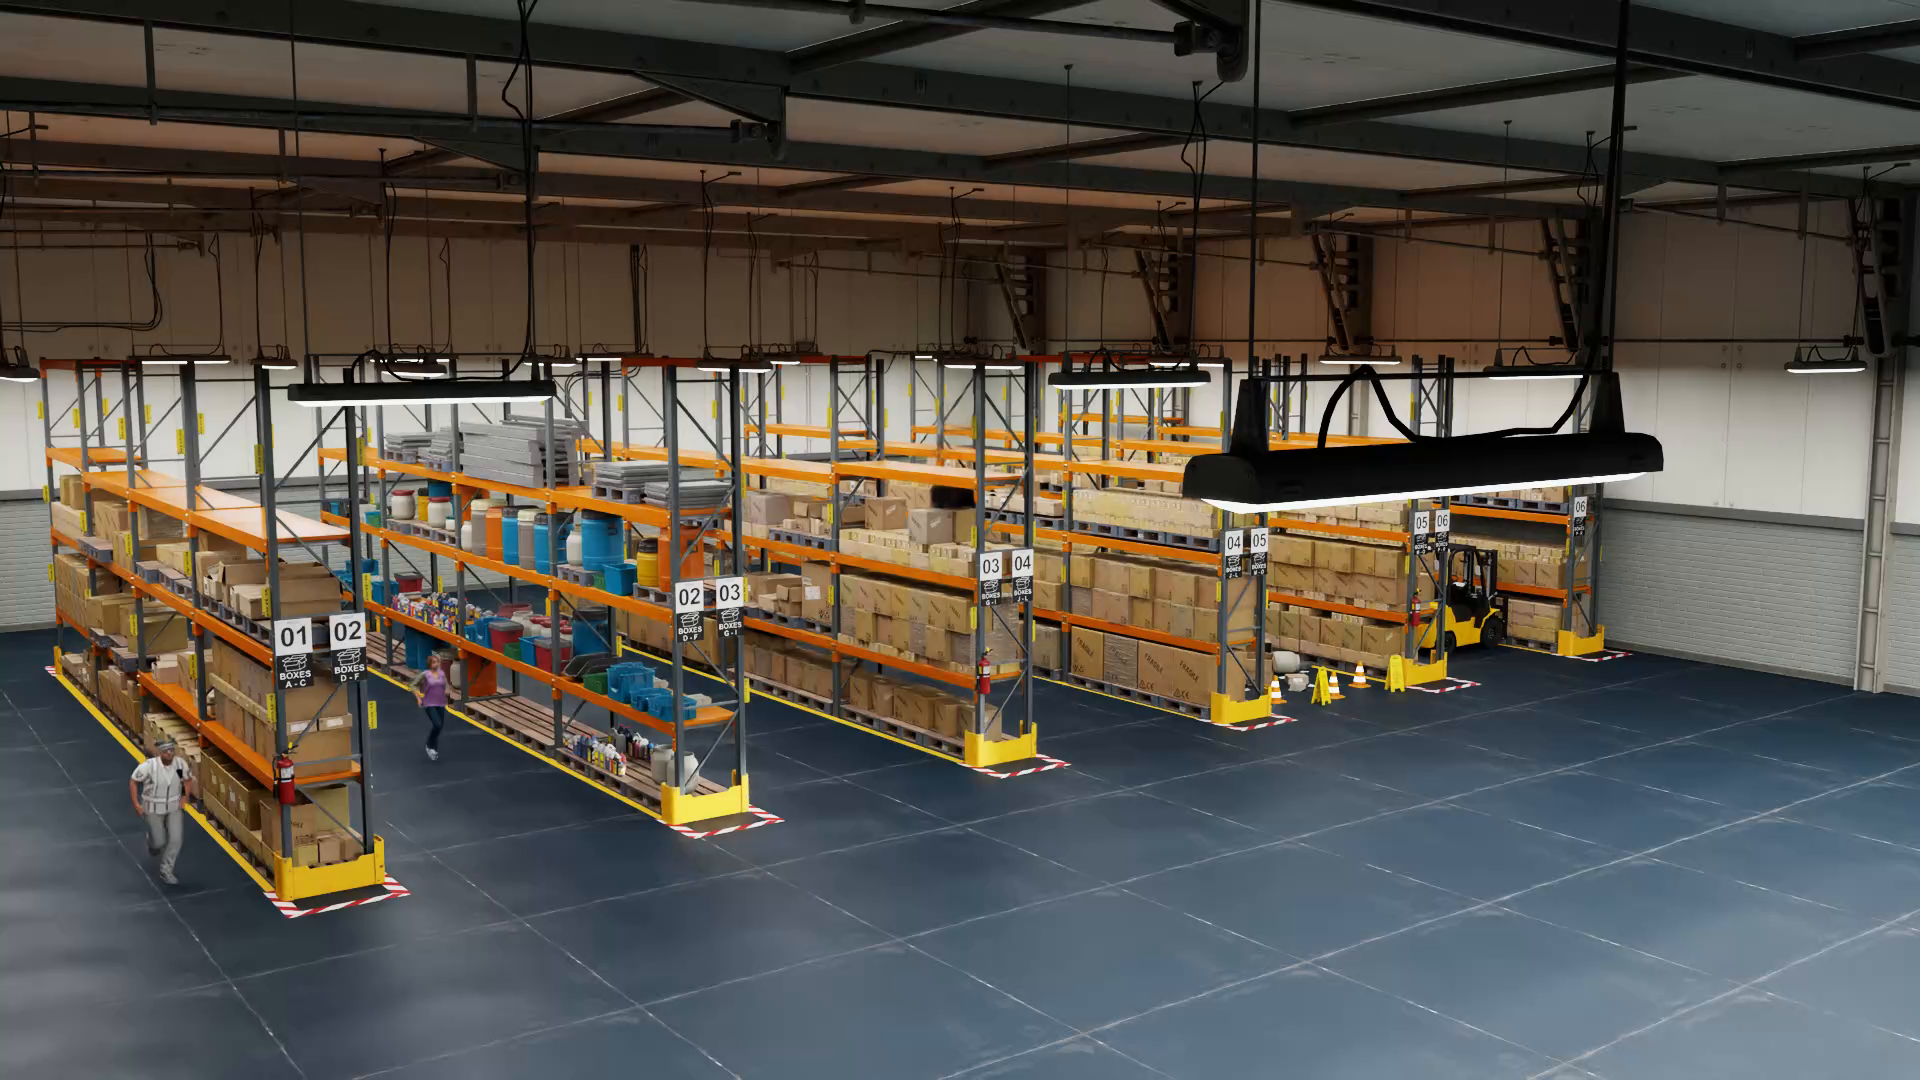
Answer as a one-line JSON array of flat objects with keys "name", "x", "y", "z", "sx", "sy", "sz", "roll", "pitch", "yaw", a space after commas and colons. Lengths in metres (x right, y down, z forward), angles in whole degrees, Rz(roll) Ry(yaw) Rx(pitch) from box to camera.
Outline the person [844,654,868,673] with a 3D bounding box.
[{"name": "person", "x": -1.861, "y": 1.693, "z": 31.746, "sx": 0.649, "sy": 1.693, "sz": 0.629, "roll": -6, "pitch": 9, "yaw": -41}]

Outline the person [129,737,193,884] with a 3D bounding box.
[{"name": "person", "x": -9.410, "y": 3.151, "z": 19.614, "sx": 0.692, "sy": 1.749, "sz": 0.725, "roll": -6, "pitch": 9, "yaw": -41}]

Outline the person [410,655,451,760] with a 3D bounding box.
[{"name": "person", "x": -7.938, "y": 2.526, "z": 25.115, "sx": 0.662, "sy": 1.592, "sz": 0.506, "roll": 6, "pitch": 9, "yaw": 40}]
